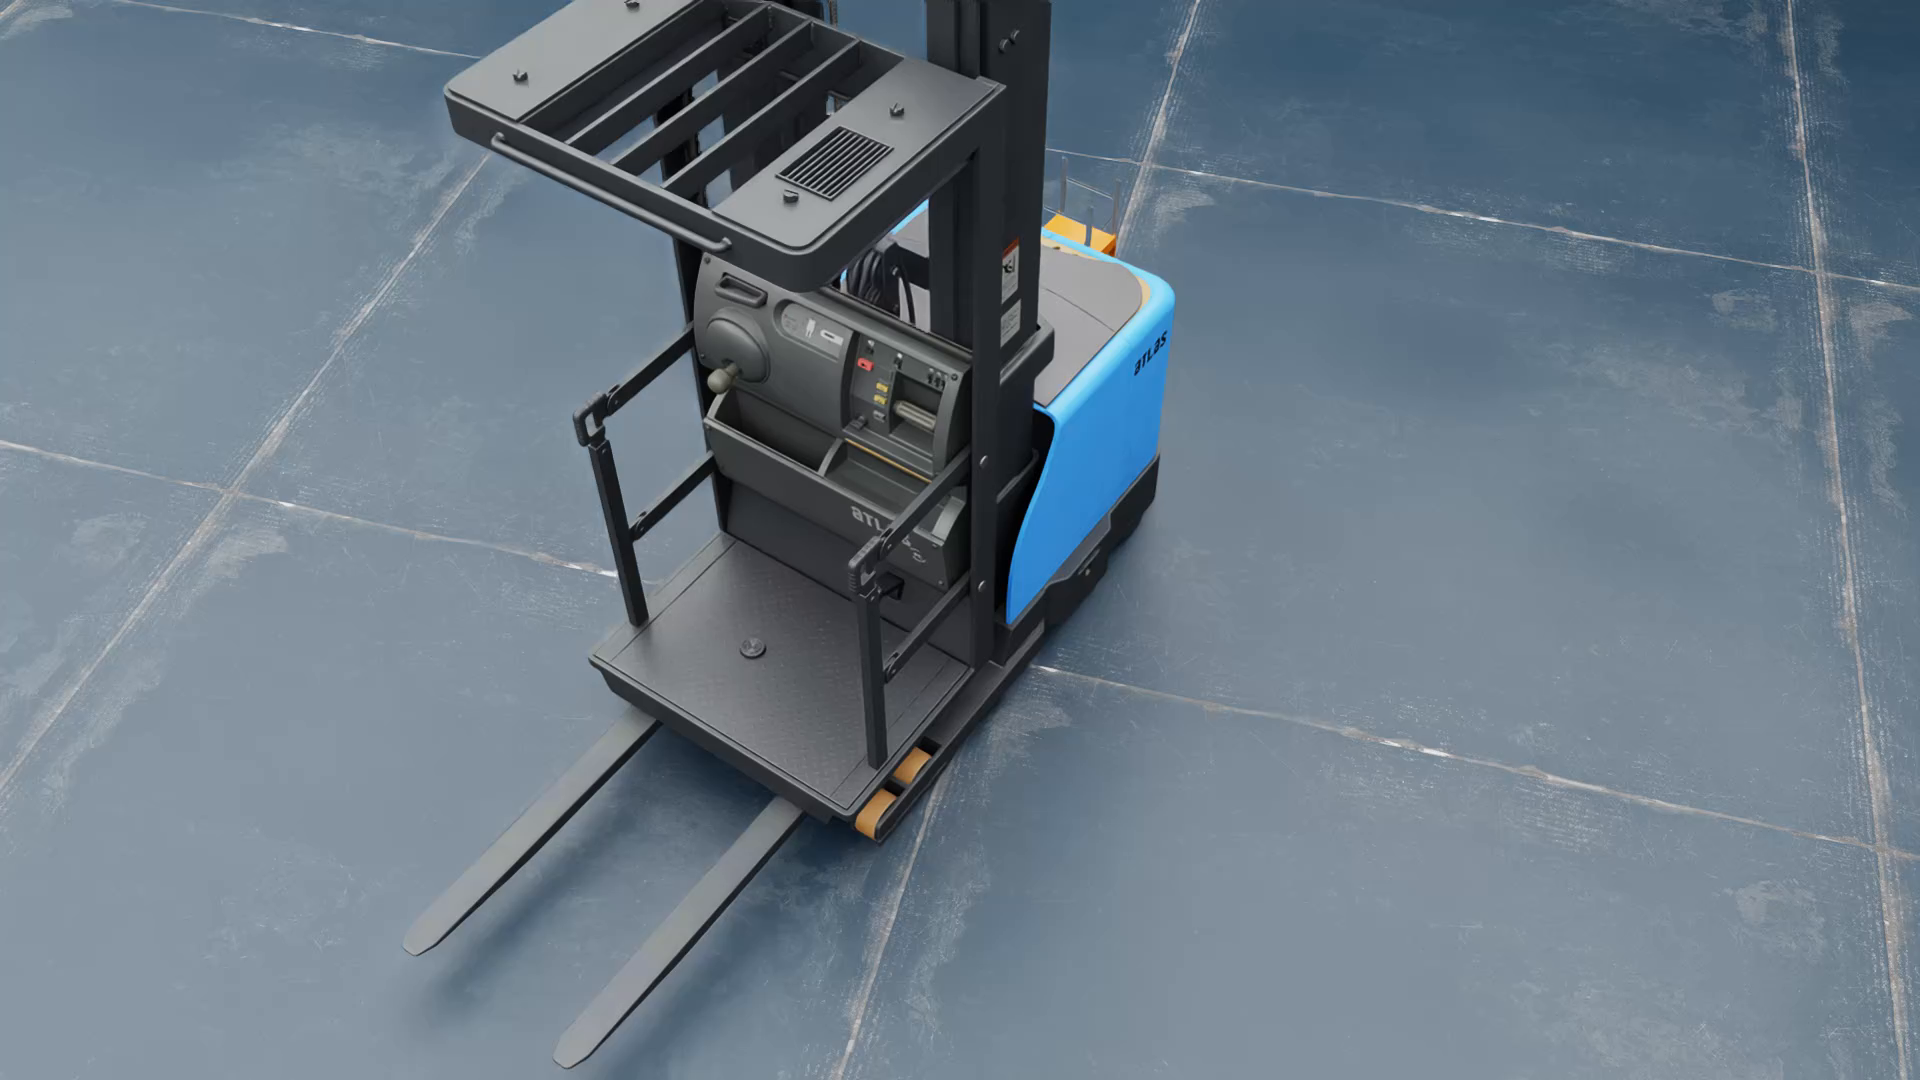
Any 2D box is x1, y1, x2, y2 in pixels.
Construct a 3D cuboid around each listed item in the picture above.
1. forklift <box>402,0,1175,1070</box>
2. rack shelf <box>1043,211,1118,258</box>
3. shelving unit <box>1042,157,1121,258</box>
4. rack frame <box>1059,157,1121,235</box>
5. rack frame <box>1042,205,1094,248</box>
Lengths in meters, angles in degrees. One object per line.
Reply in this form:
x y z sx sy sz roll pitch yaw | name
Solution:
-0.511 -0.417 4.663 1.130 2.935 3.031 27 54 22 | forklift
0.406 -1.049 5.955 0.258 0.103 0.180 27 54 22 | rack shelf
0.406 -0.841 6.192 0.258 1.200 0.189 27 54 22 | shelving unit
0.458 -0.897 6.241 0.240 1.200 0.006 27 54 22 | rack frame
0.354 -0.784 6.142 0.240 1.200 0.006 27 54 22 | rack frame
